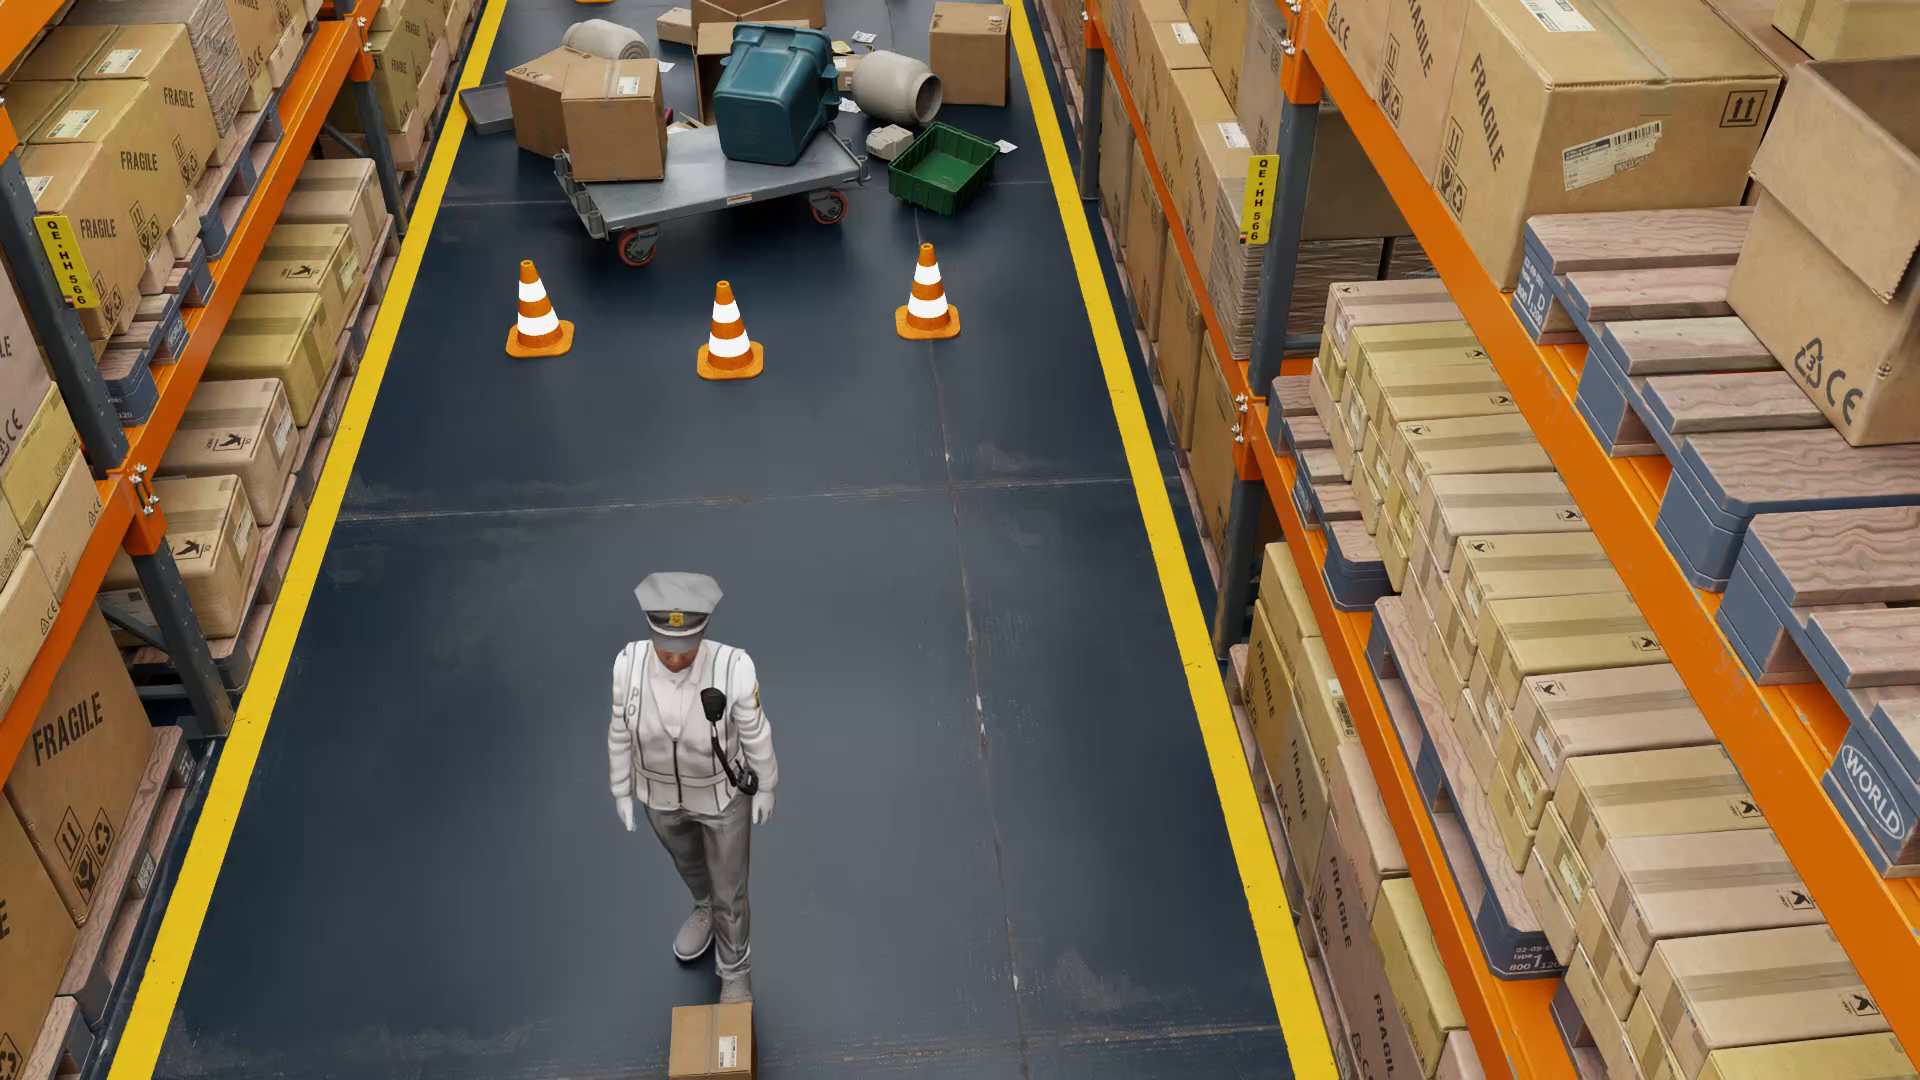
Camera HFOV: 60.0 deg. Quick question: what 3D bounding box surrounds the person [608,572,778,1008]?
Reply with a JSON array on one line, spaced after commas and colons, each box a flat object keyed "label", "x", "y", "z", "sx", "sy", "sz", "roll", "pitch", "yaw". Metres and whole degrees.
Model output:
[{"label": "person", "x": -0.837, "y": 0.809, "z": 5.142, "sx": 0.514, "sy": 1.673, "sz": 0.556, "roll": 5, "pitch": 40, "yaw": 6}]
